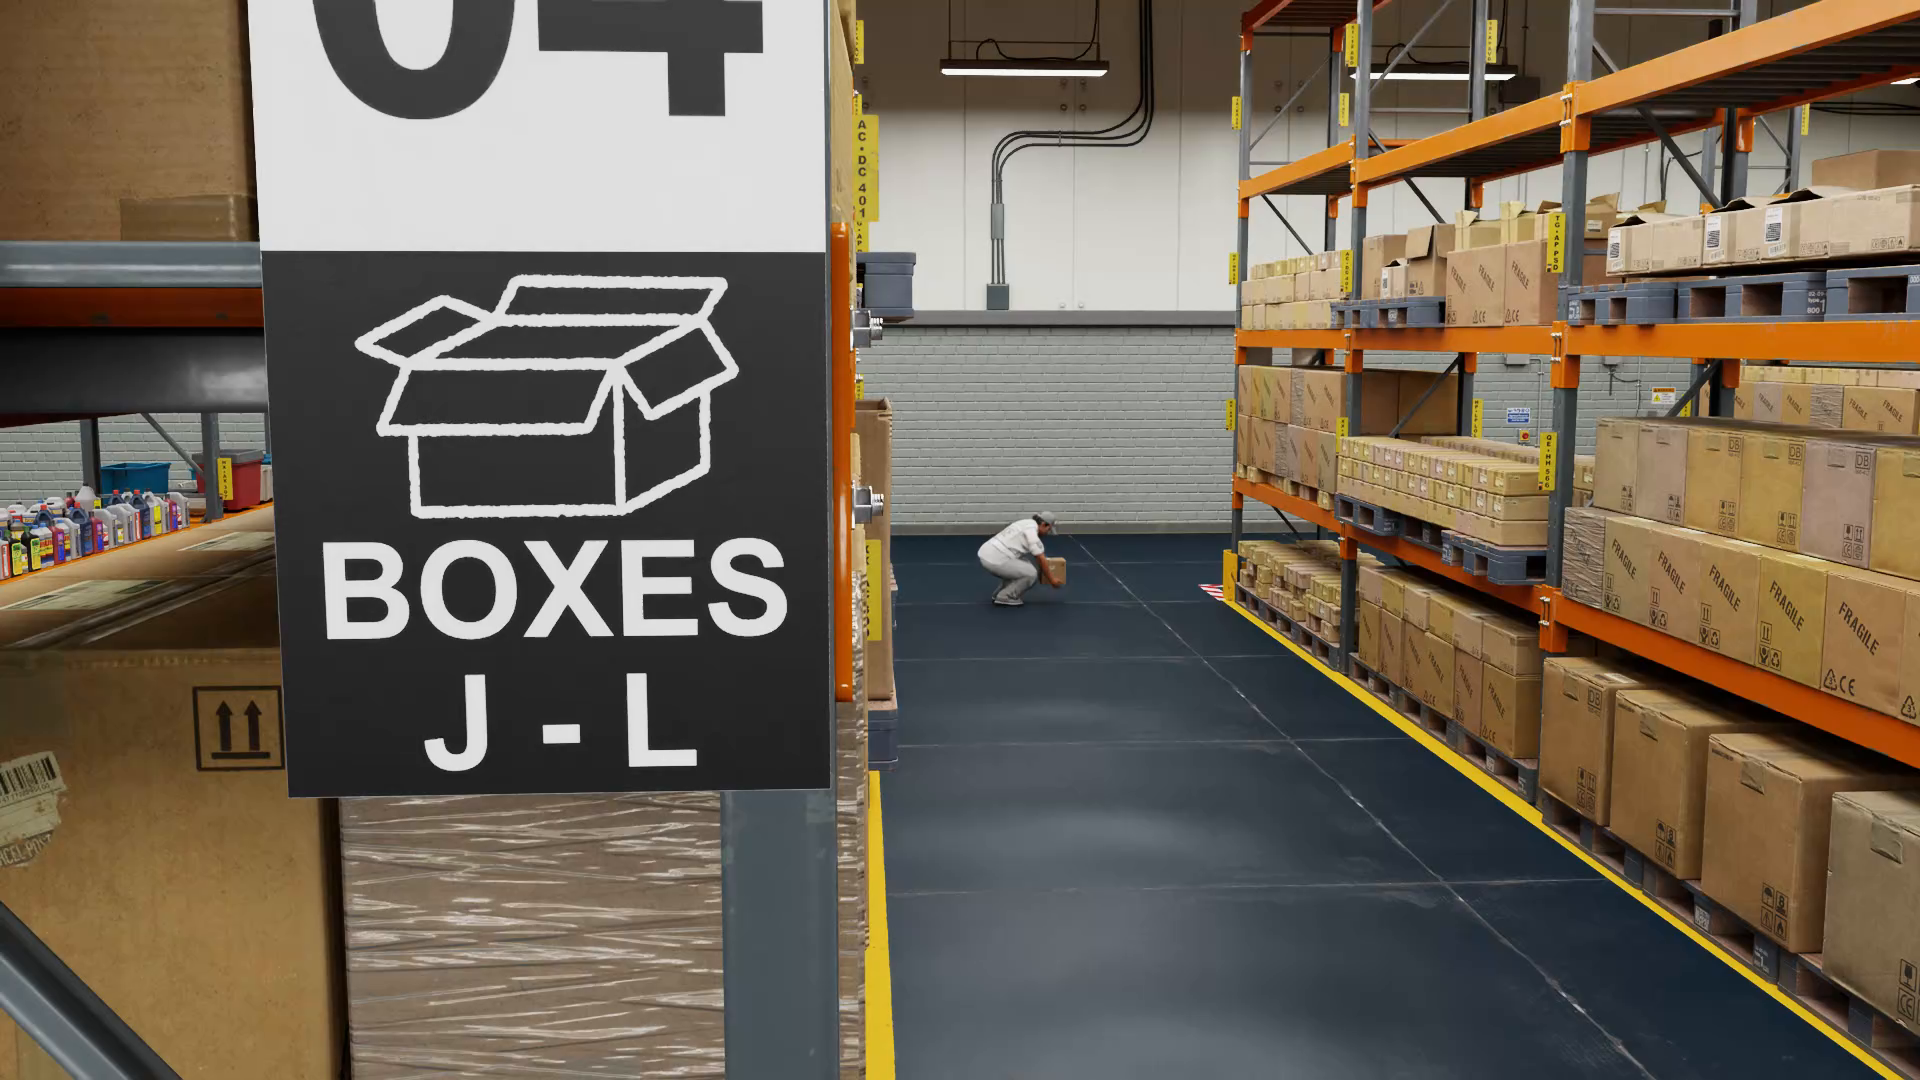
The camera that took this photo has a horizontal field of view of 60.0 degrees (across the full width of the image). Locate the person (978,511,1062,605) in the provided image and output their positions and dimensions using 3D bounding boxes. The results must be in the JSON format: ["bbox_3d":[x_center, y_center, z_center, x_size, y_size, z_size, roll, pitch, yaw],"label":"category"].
[{"bbox_3d":[0.629,0.187,17.214,0.842,0.954,0.509,-1,7,-5],"label":"person"}]
